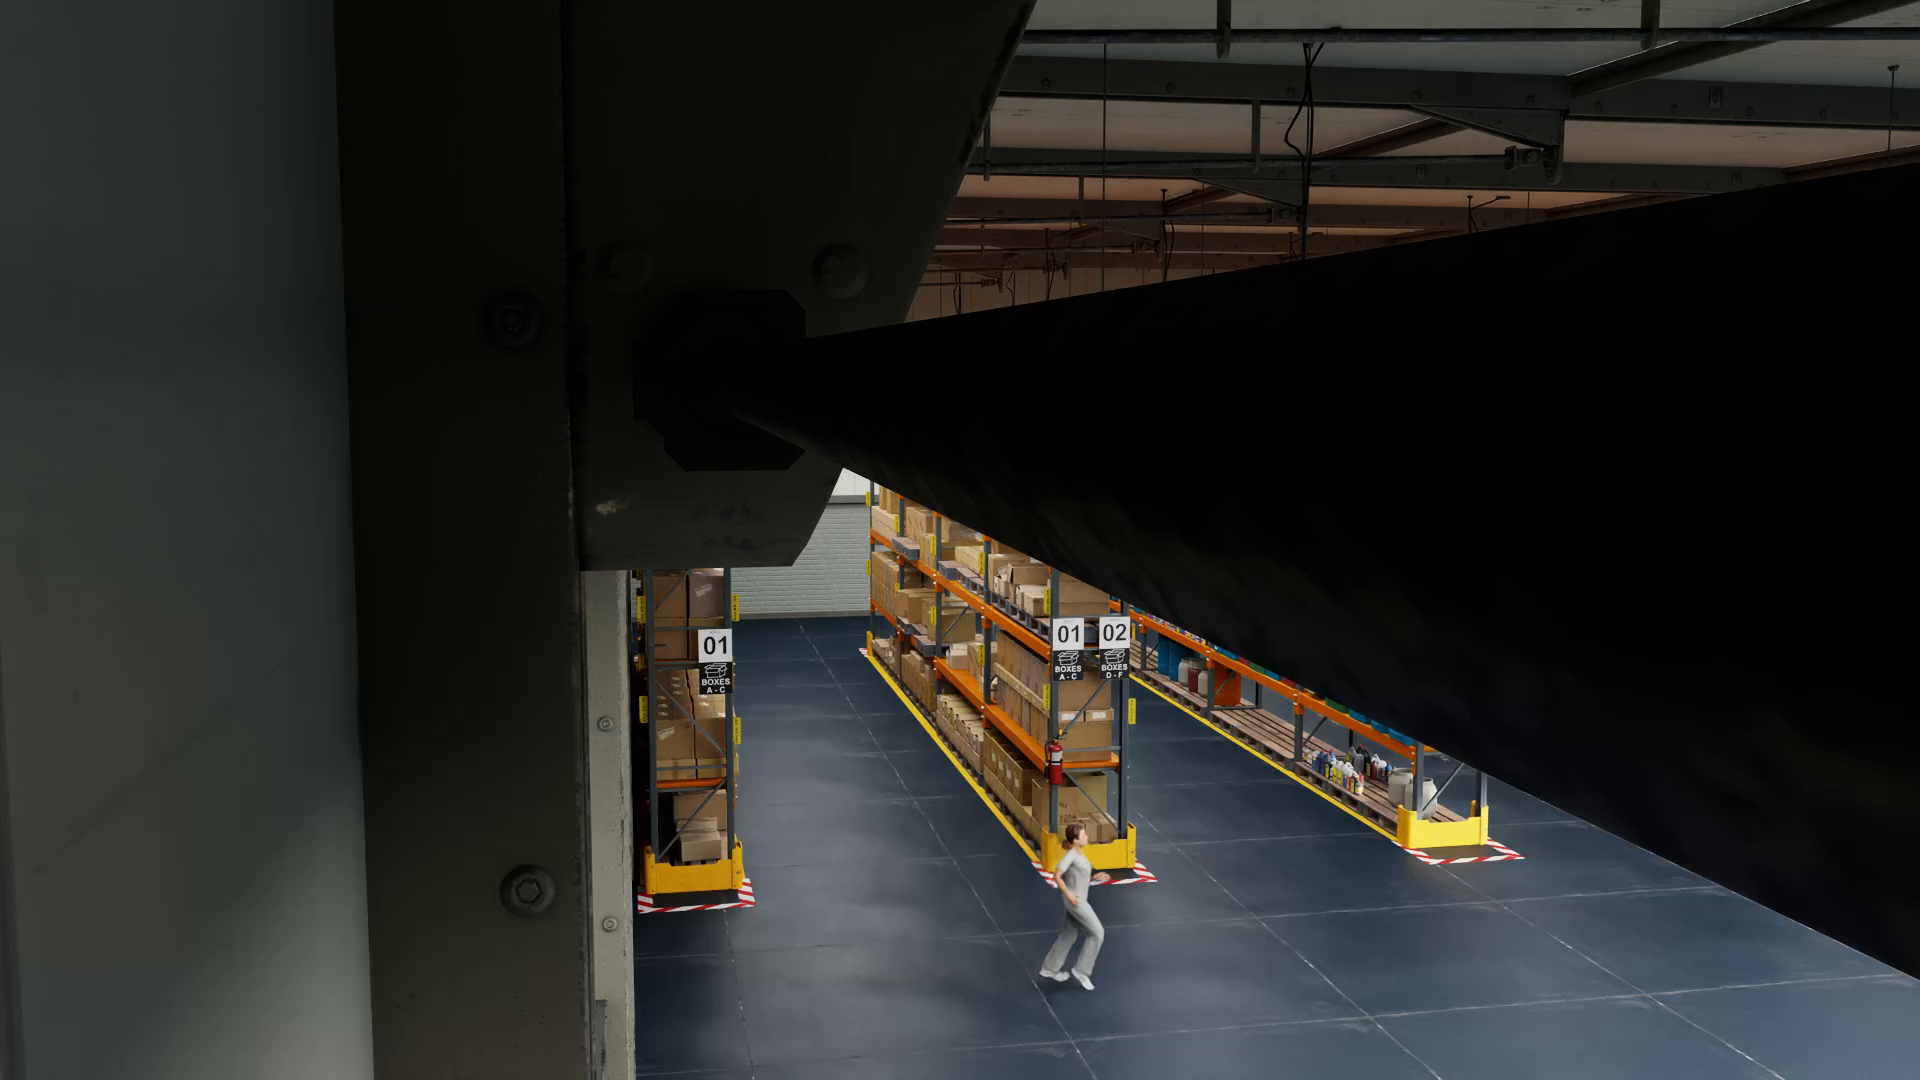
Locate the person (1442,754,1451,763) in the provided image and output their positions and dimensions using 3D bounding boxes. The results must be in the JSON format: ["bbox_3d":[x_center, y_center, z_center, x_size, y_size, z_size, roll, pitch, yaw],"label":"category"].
[{"bbox_3d":[7.694,2.701,26.992,0.609,1.695,0.923,-3,7,-28],"label":"person"}]

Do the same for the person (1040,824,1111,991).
[{"bbox_3d":[1.189,3.739,16.979,0.710,1.708,0.542,0,6,4],"label":"person"}]
